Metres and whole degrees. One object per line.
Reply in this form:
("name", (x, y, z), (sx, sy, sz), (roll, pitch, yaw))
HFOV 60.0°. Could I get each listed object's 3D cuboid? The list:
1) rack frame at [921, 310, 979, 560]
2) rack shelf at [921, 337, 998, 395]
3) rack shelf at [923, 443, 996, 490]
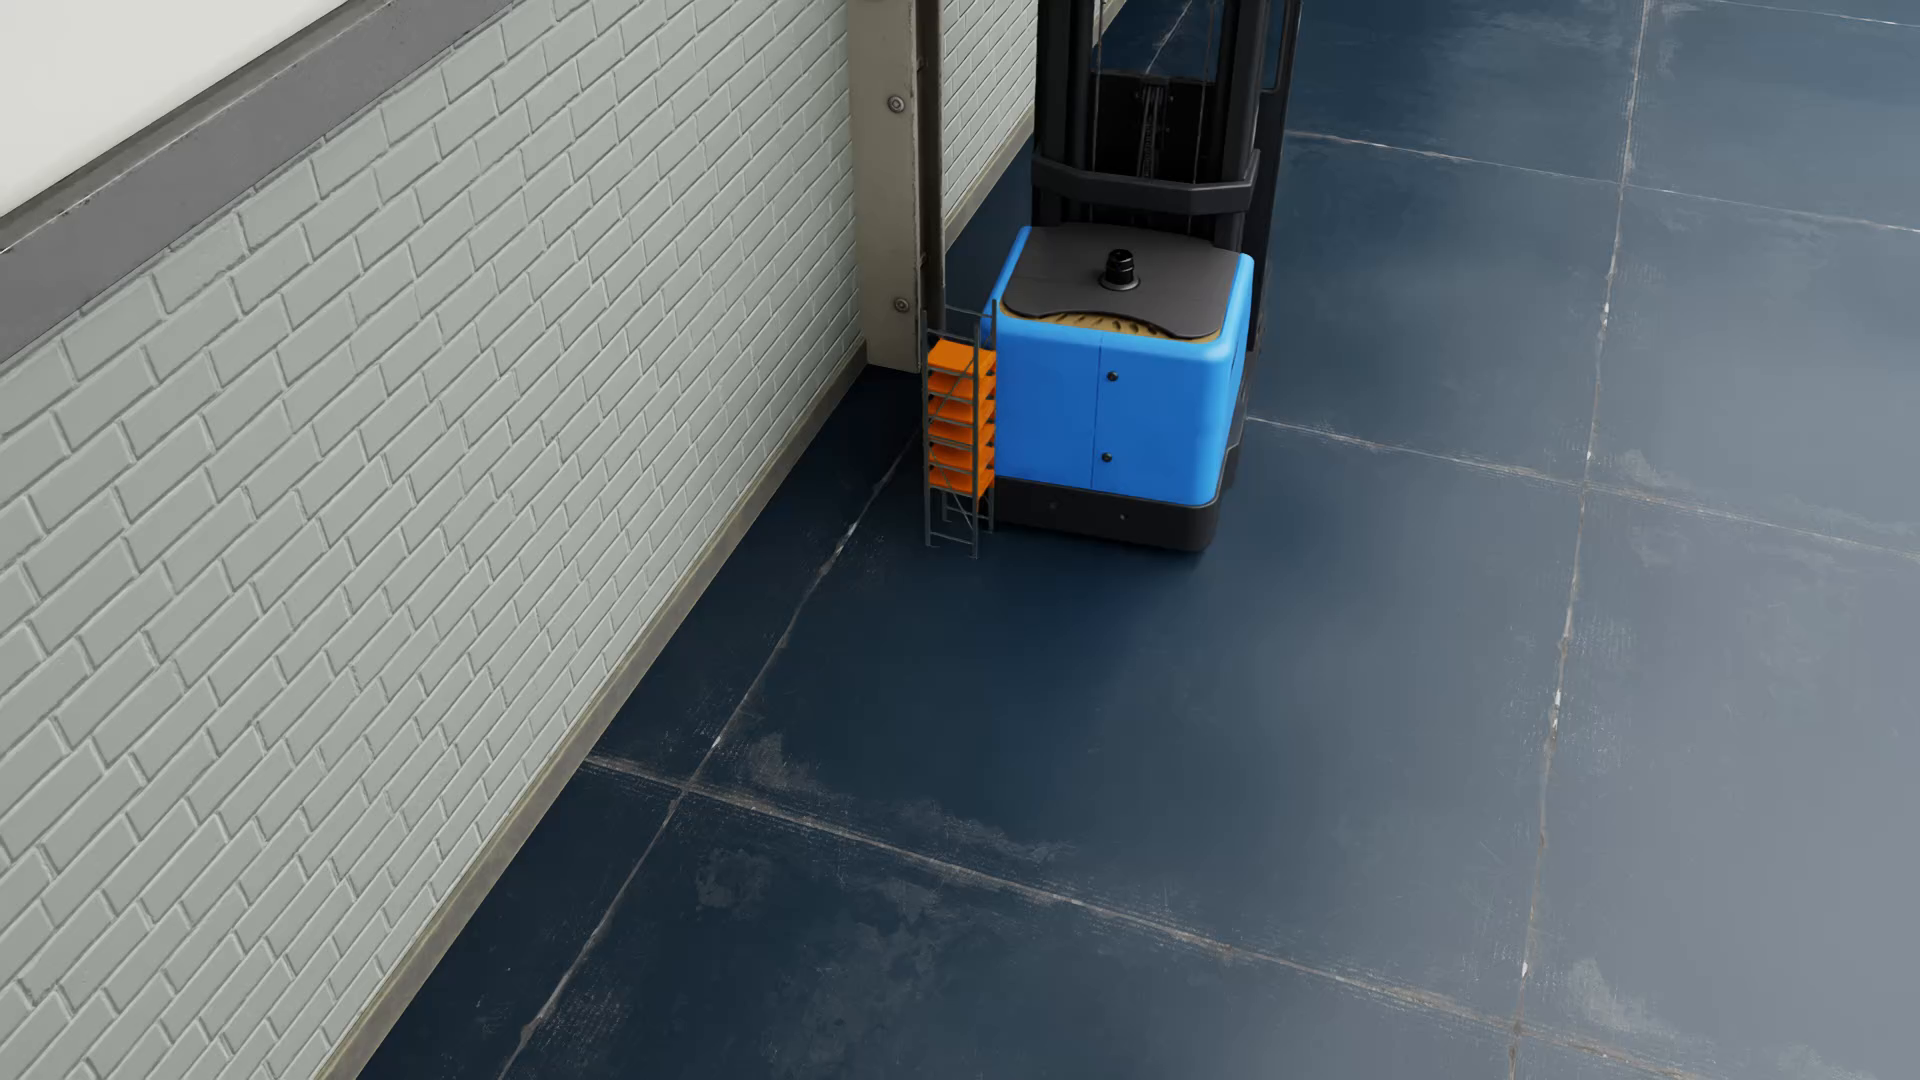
("rack frame", (-0.038, -0.403, 6.797), (0.240, 1.200, 0.006), (15, 43, 17))
("rack shelf", (-0.002, -0.697, 6.657), (0.258, 0.103, 0.180), (15, 43, 17))
("rack shelf", (-0.002, -0.332, 6.968), (0.258, 0.103, 0.180), (15, 43, 17))
